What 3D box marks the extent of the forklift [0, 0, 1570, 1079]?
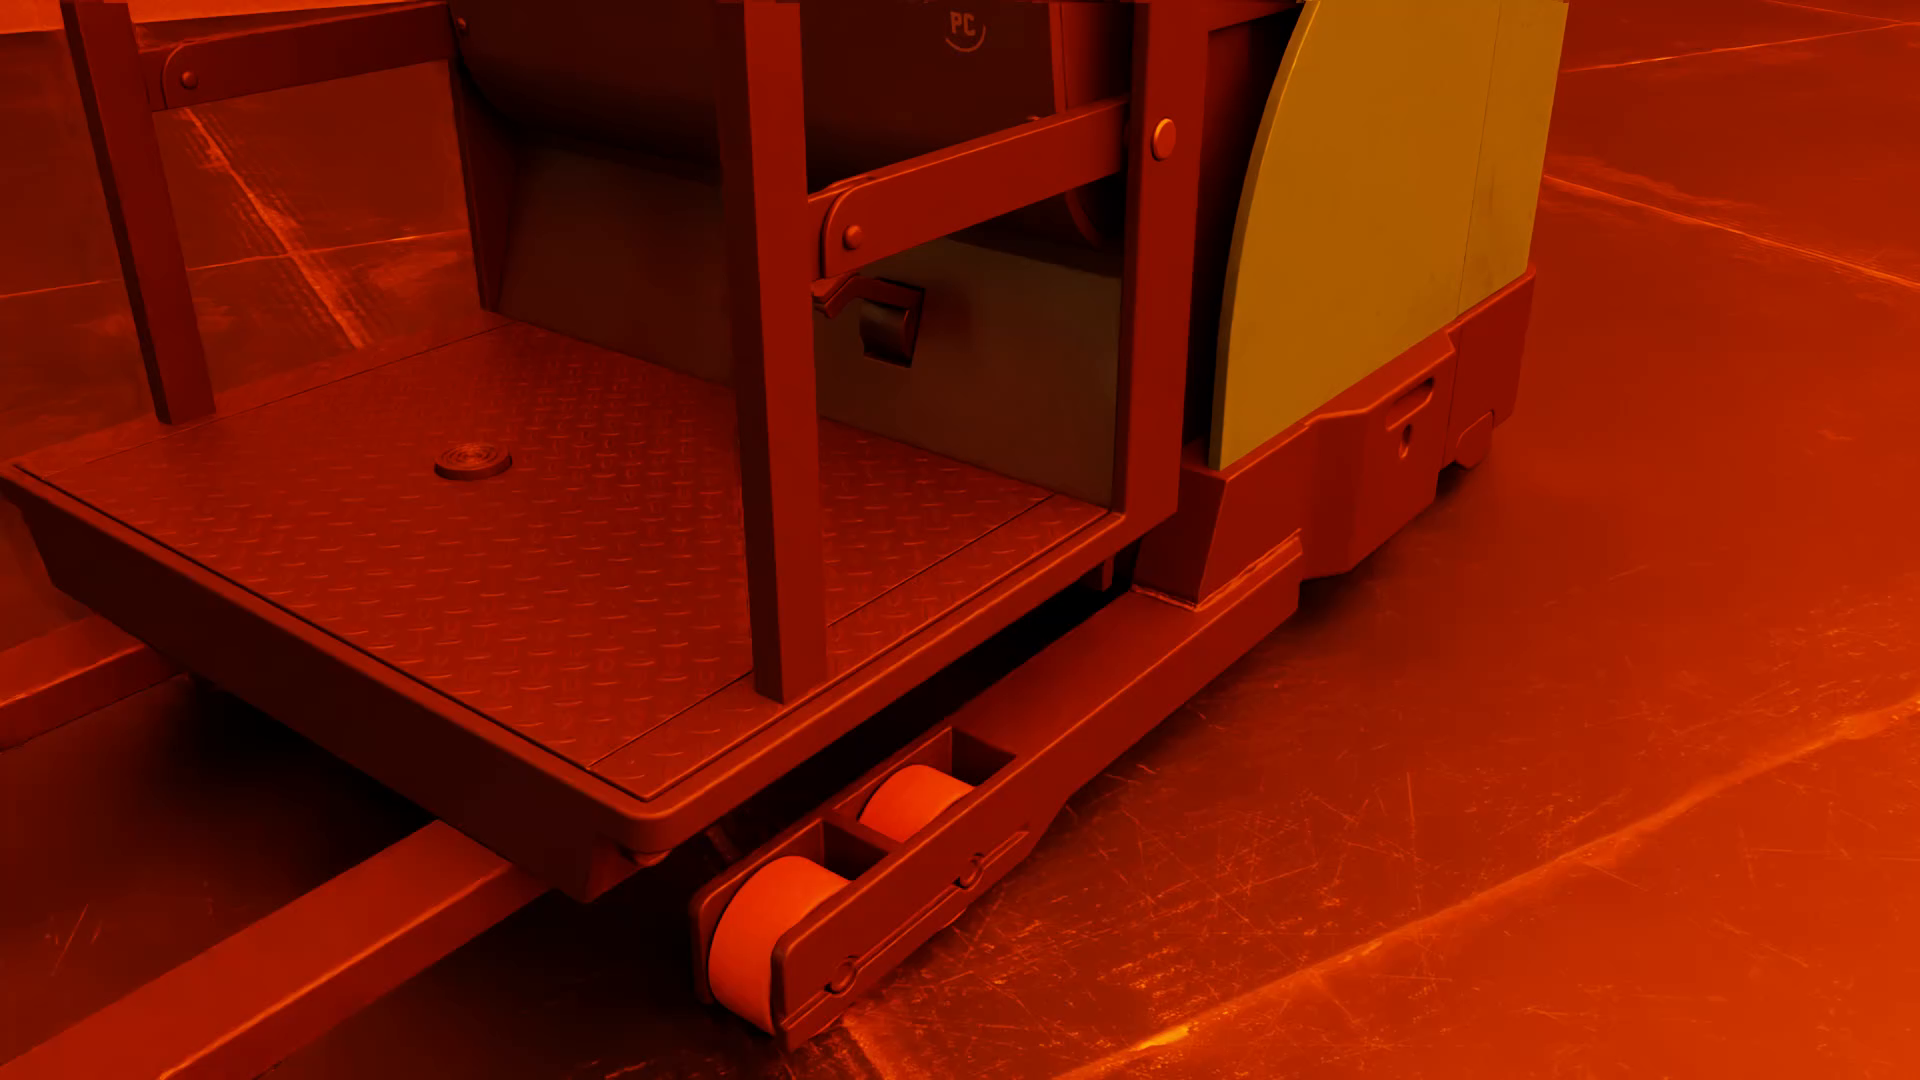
[{"bbox_3d":[-0.375,-1.090,1.409,1.130,2.935,3.031,19,33,33],"label":"forklift"}]
